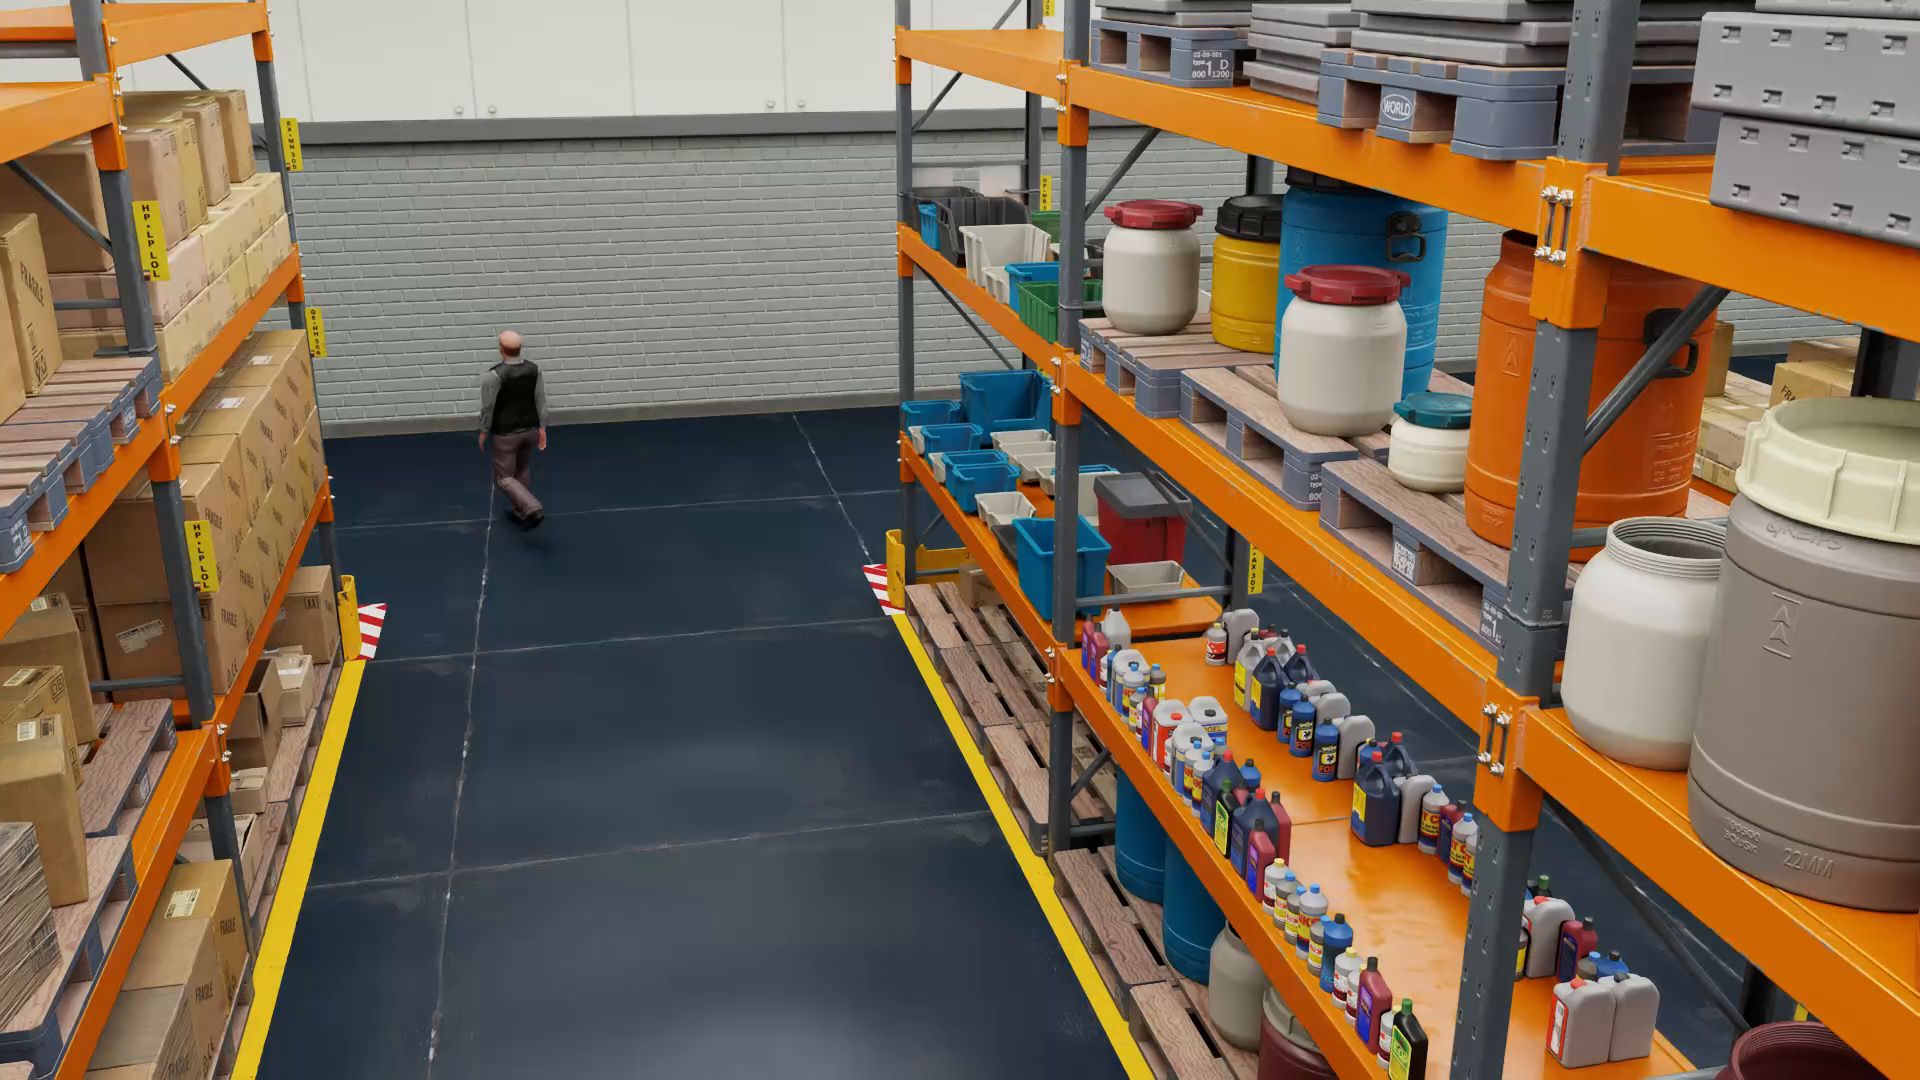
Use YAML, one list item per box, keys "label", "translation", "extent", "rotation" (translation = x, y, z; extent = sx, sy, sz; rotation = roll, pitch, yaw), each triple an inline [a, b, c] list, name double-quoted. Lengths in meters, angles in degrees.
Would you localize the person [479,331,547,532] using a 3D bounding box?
- label: "person"
  translation: [-3.661, -0.881, 13.683]
  extent: [0.844, 1.700, 0.547]
  rotation: [17, 26, 40]
